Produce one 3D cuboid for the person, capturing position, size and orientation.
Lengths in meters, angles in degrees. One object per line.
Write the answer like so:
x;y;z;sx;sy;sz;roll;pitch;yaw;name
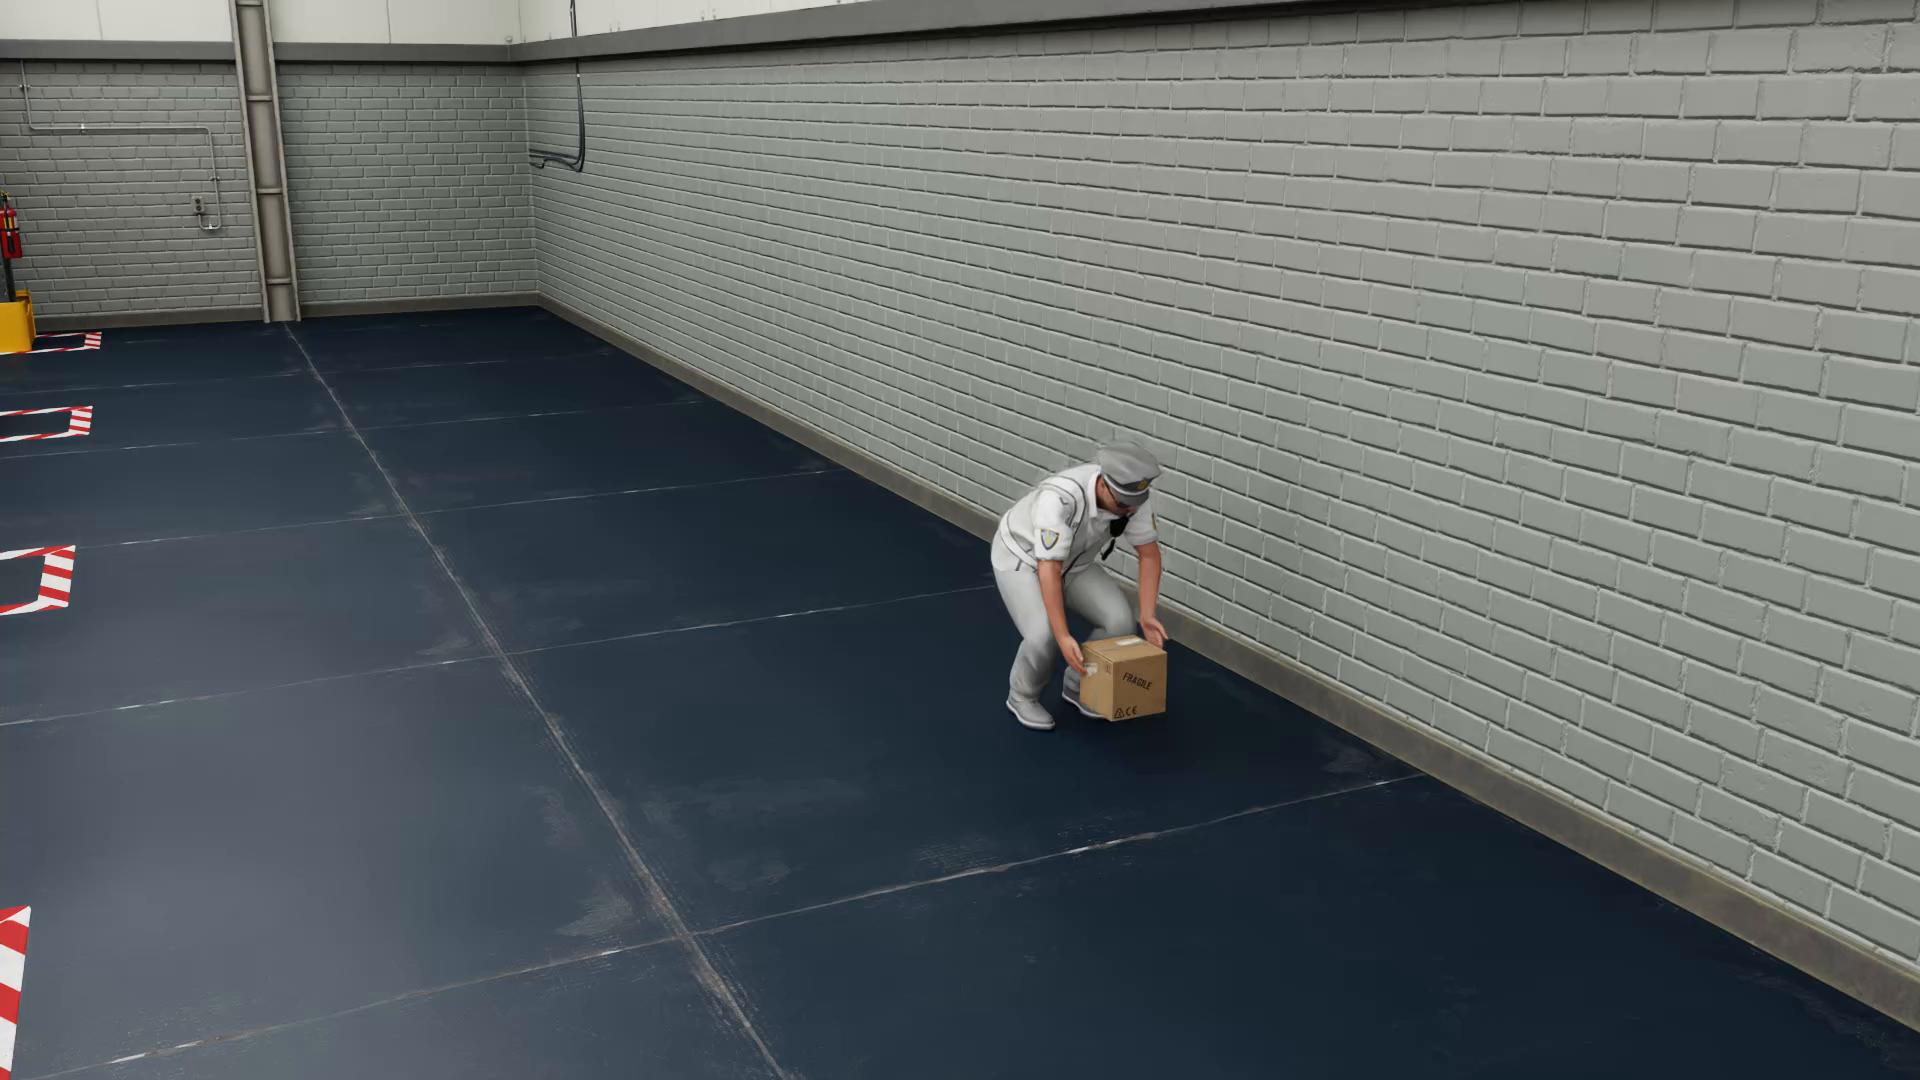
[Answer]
0.502;0.164;6.887;0.581;1.242;0.882;-7;17;-25;person
